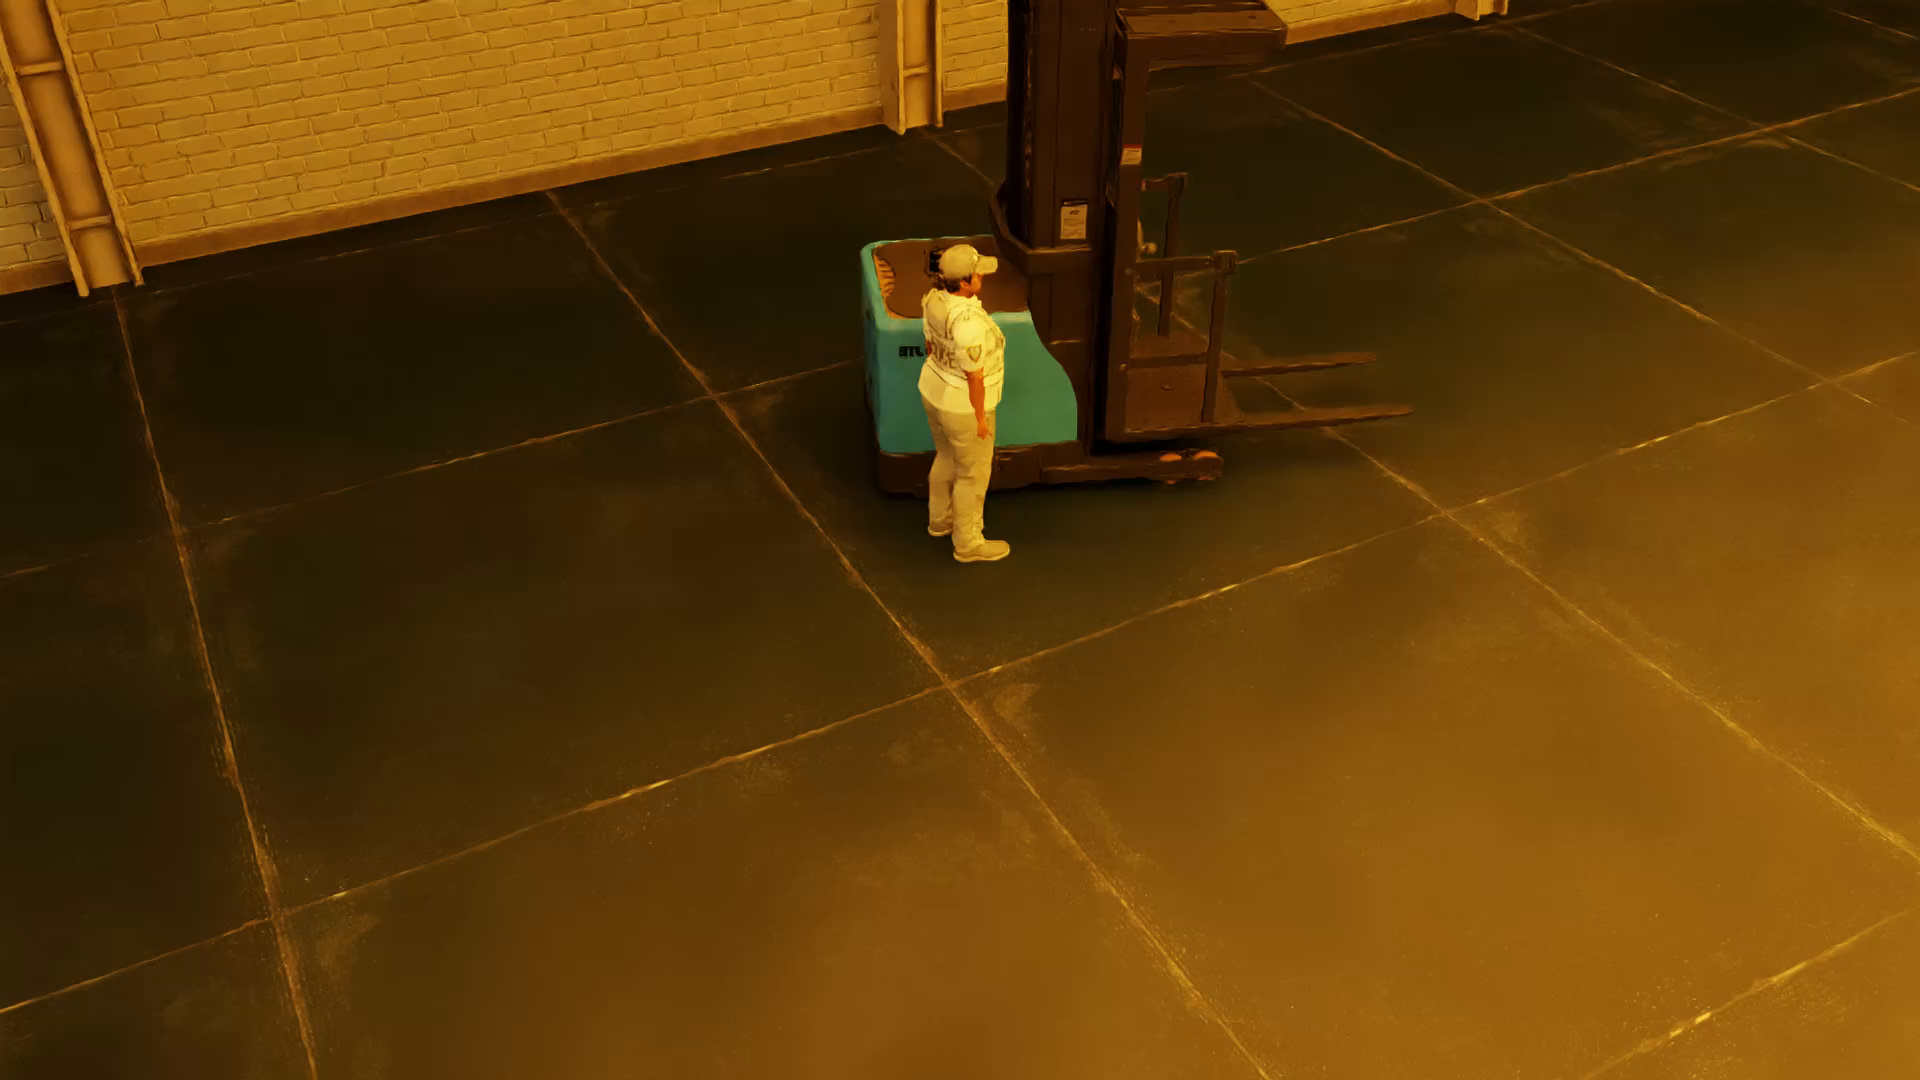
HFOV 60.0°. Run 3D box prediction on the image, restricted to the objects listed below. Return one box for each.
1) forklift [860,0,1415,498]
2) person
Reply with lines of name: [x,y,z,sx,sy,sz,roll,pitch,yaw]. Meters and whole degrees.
forklift: [0.998,-1.803,8.674,3.031,2.935,1.130,-5,36,-7]
person: [0.018,-0.679,8.185,0.390,1.669,0.482,-17,39,-23]
